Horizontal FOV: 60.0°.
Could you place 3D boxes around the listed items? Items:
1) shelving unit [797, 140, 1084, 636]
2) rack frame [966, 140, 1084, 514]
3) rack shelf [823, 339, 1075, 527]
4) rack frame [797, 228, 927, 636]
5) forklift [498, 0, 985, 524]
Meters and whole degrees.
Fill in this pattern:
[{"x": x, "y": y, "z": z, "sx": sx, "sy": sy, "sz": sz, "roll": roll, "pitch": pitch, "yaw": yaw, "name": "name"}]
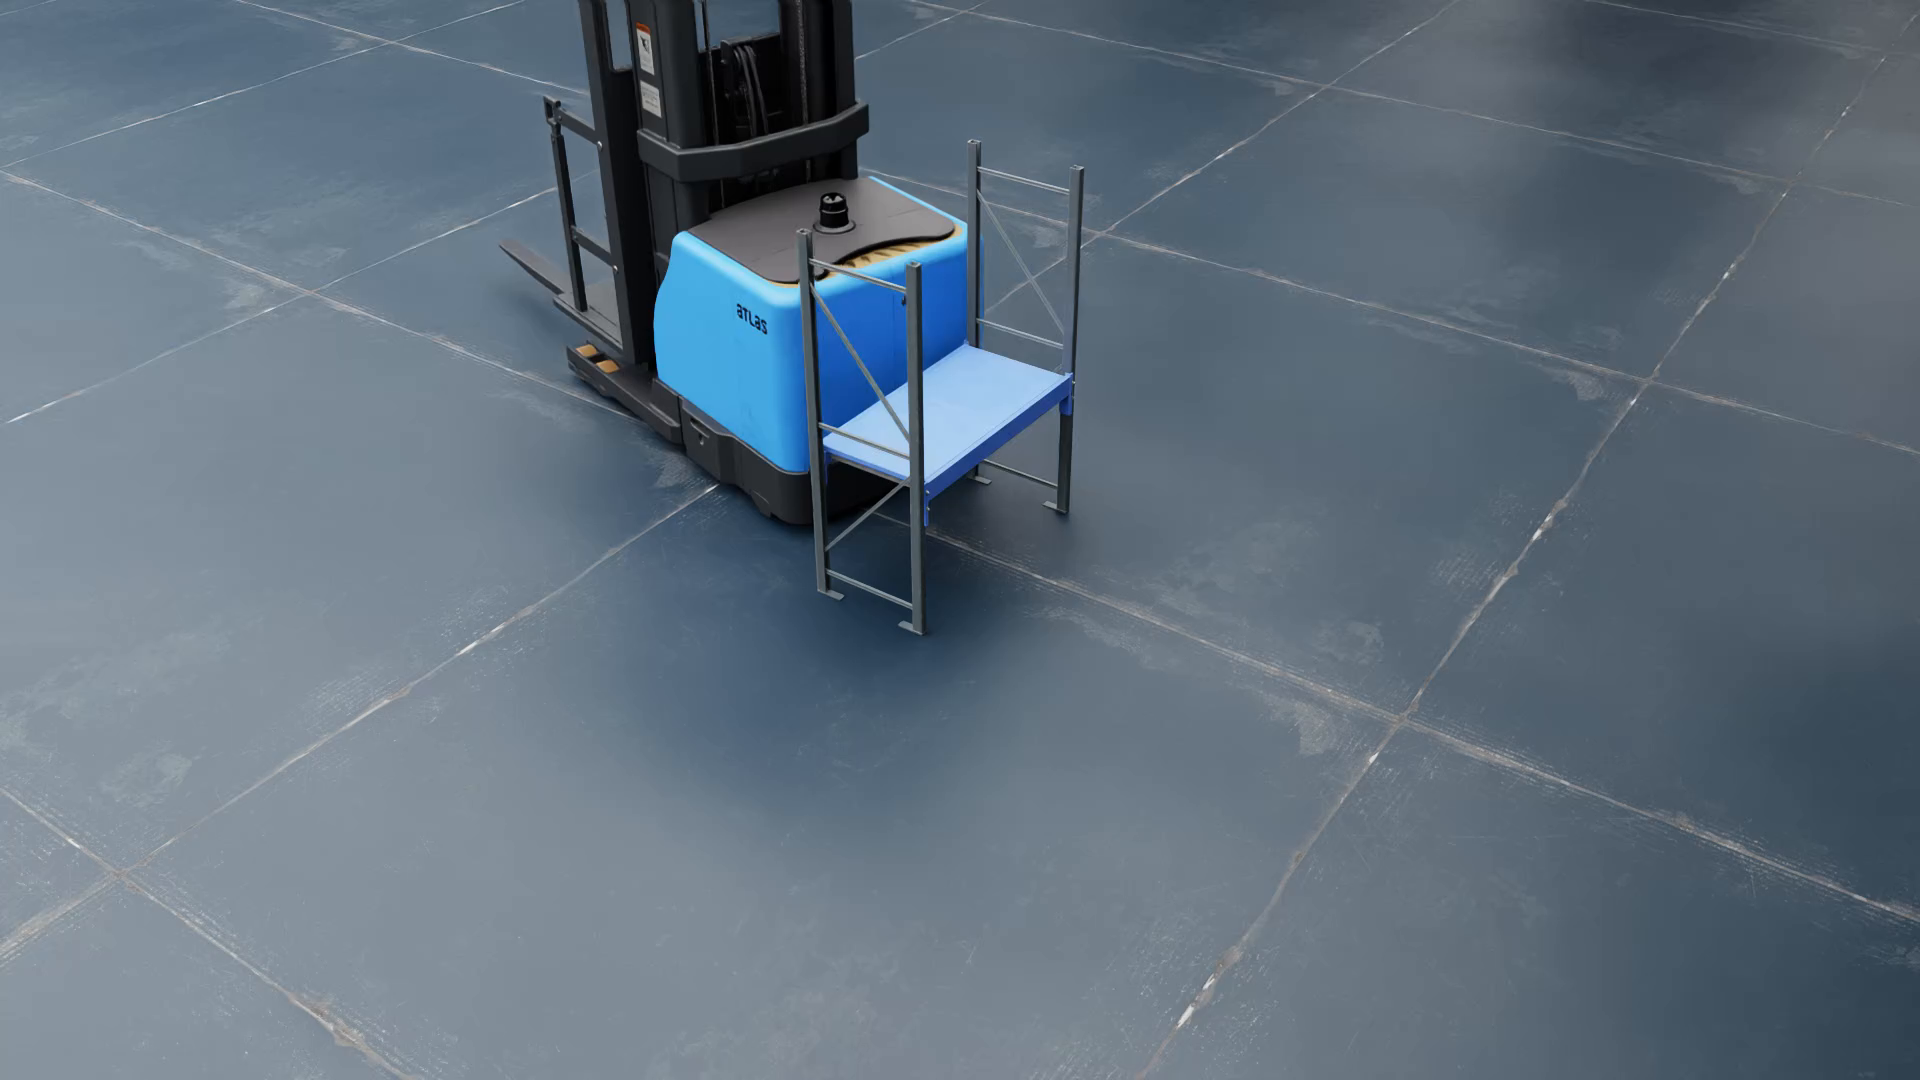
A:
[{"x": -0.049, "y": -0.582, "z": 6.272, "sx": 0.538, "sy": 1.500, "sz": 1.048, "roll": 21, "pitch": 39, "yaw": 28, "name": "shelving unit"}, {"x": 0.241, "y": -0.816, "z": 6.618, "sx": 0.500, "sy": 1.500, "sz": 0.032, "roll": 21, "pitch": 39, "yaw": 28, "name": "rack frame"}, {"x": -0.049, "y": -0.433, "z": 6.373, "sx": 0.538, "sy": 0.185, "sz": 1.000, "roll": 21, "pitch": 39, "yaw": 28, "name": "rack shelf"}, {"x": -0.339, "y": -0.348, "z": 5.926, "sx": 0.500, "sy": 1.500, "sz": 0.032, "roll": 21, "pitch": 39, "yaw": 28, "name": "rack frame"}, {"x": -1.197, "y": -2.039, "z": 7.148, "sx": 1.130, "sy": 2.935, "sz": 3.031, "roll": -24, "pitch": 41, "yaw": -31, "name": "forklift"}]
